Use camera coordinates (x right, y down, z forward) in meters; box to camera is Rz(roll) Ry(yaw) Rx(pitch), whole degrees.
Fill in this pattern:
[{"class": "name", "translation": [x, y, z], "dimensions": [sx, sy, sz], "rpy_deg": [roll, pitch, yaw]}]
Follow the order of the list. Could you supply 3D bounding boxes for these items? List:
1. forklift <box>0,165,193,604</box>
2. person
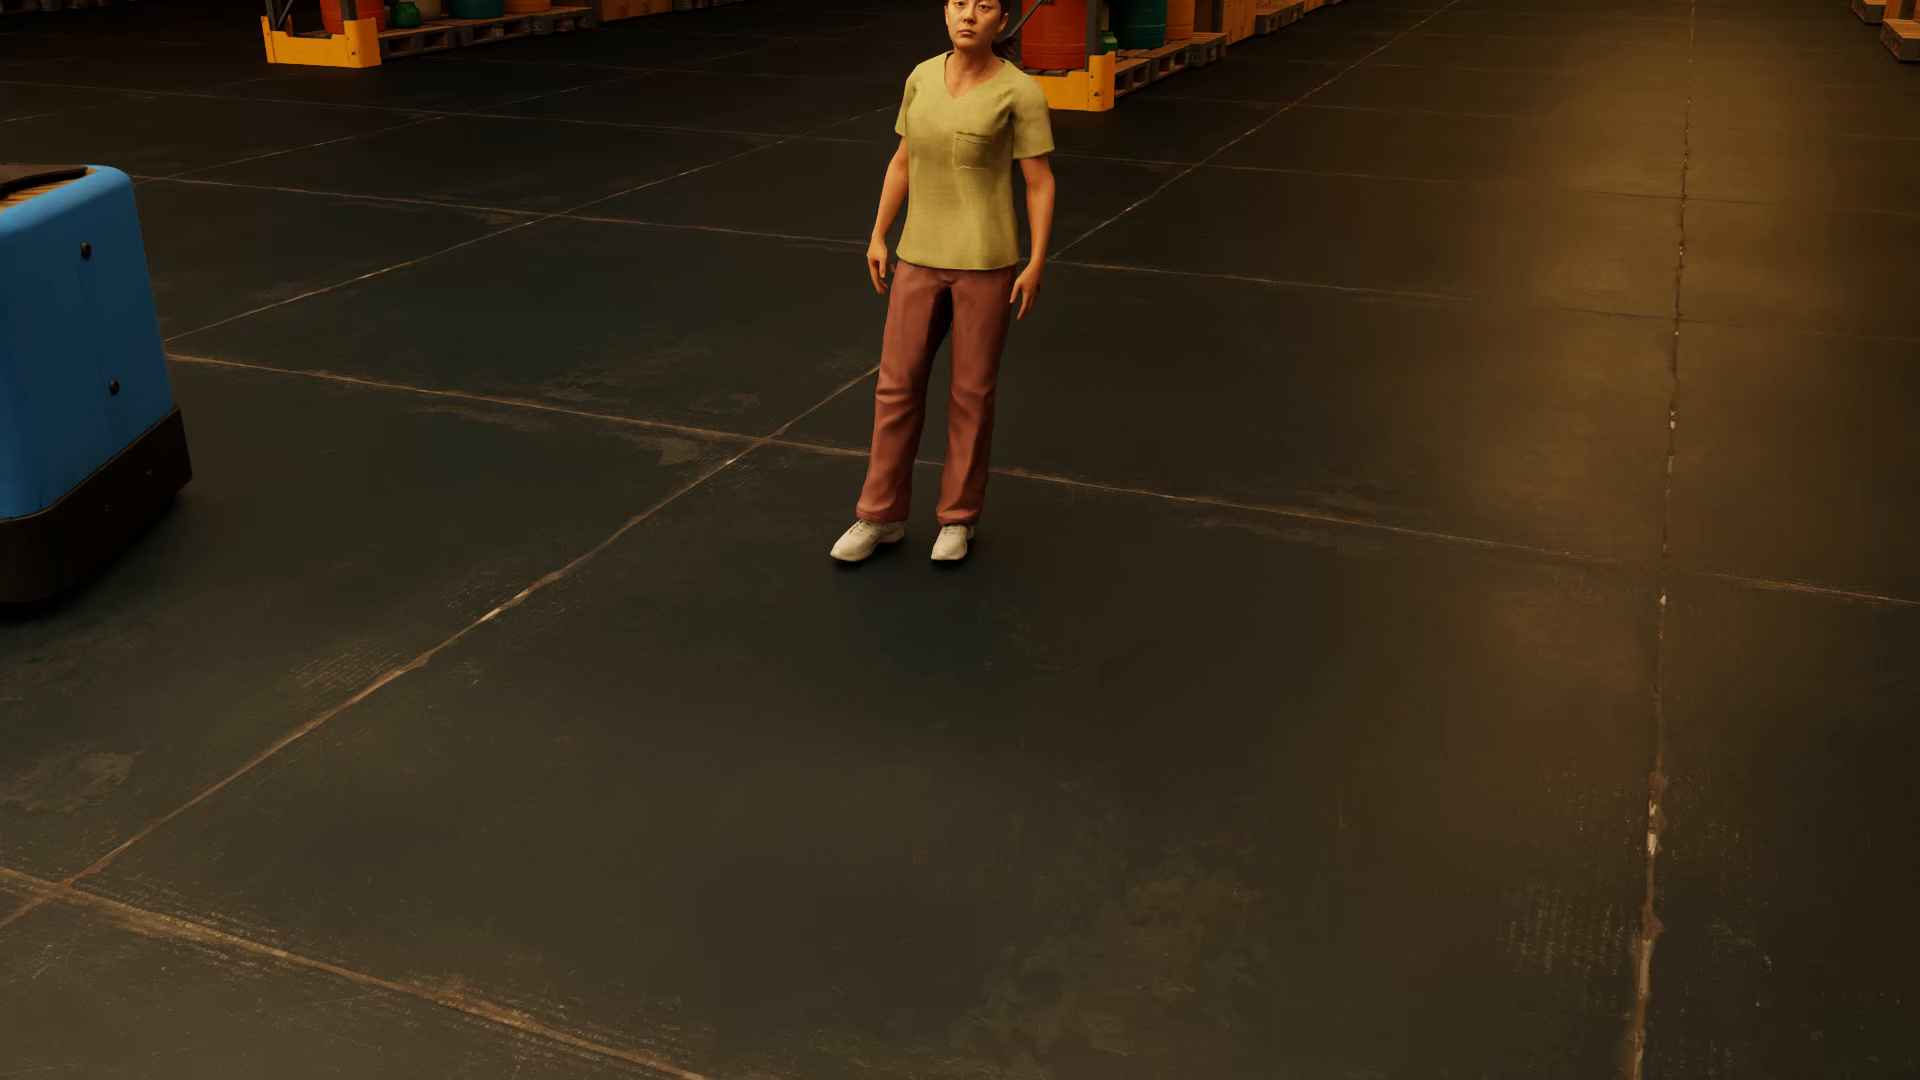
[{"class": "forklift", "translation": [-3.981, -1.295, 4.391], "dimensions": [3.031, 2.935, 1.130], "rpy_deg": [-1, 23, -2]}, {"class": "person", "translation": [-0.039, -0.755, 4.708], "dimensions": [0.553, 1.675, 0.549], "rpy_deg": [9, 24, 21]}]
